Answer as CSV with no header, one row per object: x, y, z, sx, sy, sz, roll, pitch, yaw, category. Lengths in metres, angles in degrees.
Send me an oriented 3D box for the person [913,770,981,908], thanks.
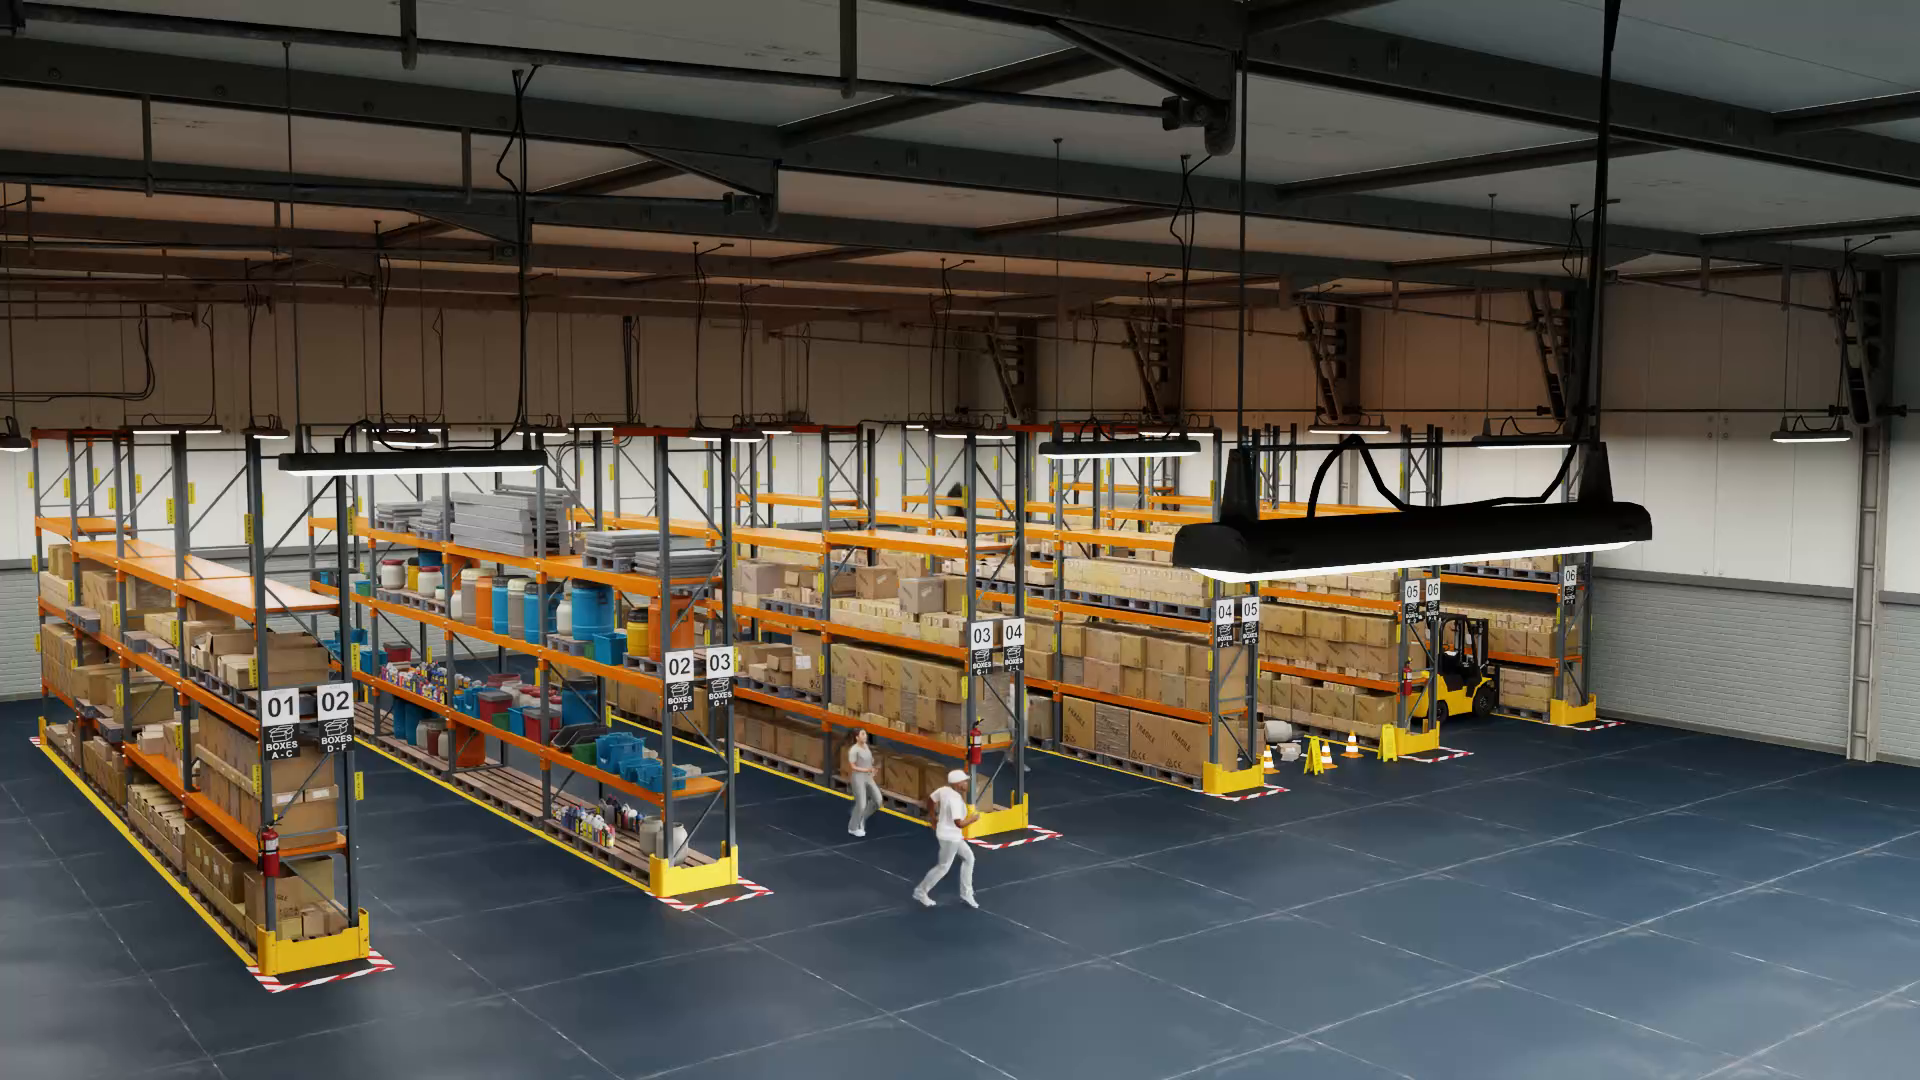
-0.173,3.807,21.055,0.858,1.809,0.728,-1,5,-10,person

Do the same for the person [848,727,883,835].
-1.415,3.543,24.638,0.577,1.573,0.549,3,5,34,person

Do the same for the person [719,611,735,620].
-5.861,2.224,41.600,0.588,1.669,0.764,-3,6,-36,person

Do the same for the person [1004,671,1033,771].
0.979,3.148,29.370,0.670,1.780,0.781,-4,6,-43,person
